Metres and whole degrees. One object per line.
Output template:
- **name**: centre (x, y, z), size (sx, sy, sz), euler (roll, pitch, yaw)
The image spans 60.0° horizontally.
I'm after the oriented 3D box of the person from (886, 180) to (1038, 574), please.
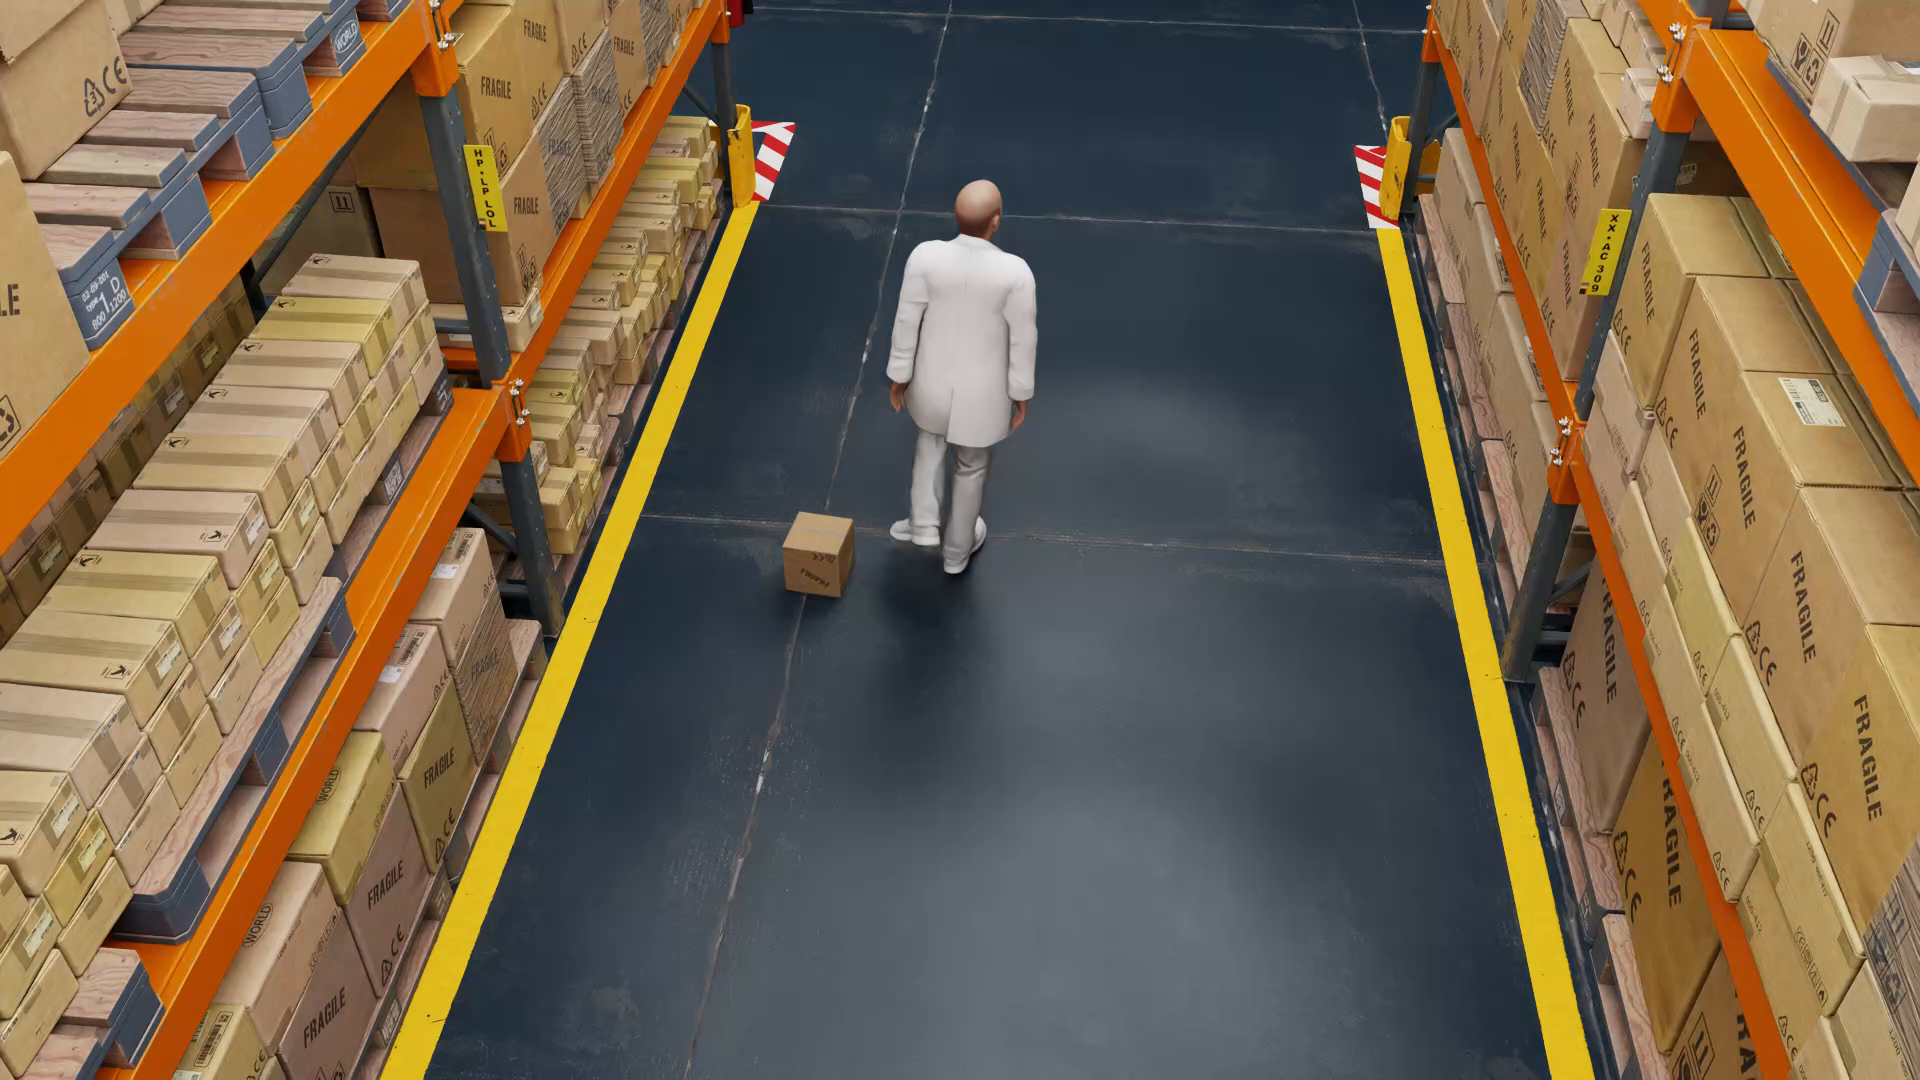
- **person**: centre (0.007, -0.639, 6.922), size (0.620, 1.770, 0.552), euler (10, 40, 11)
